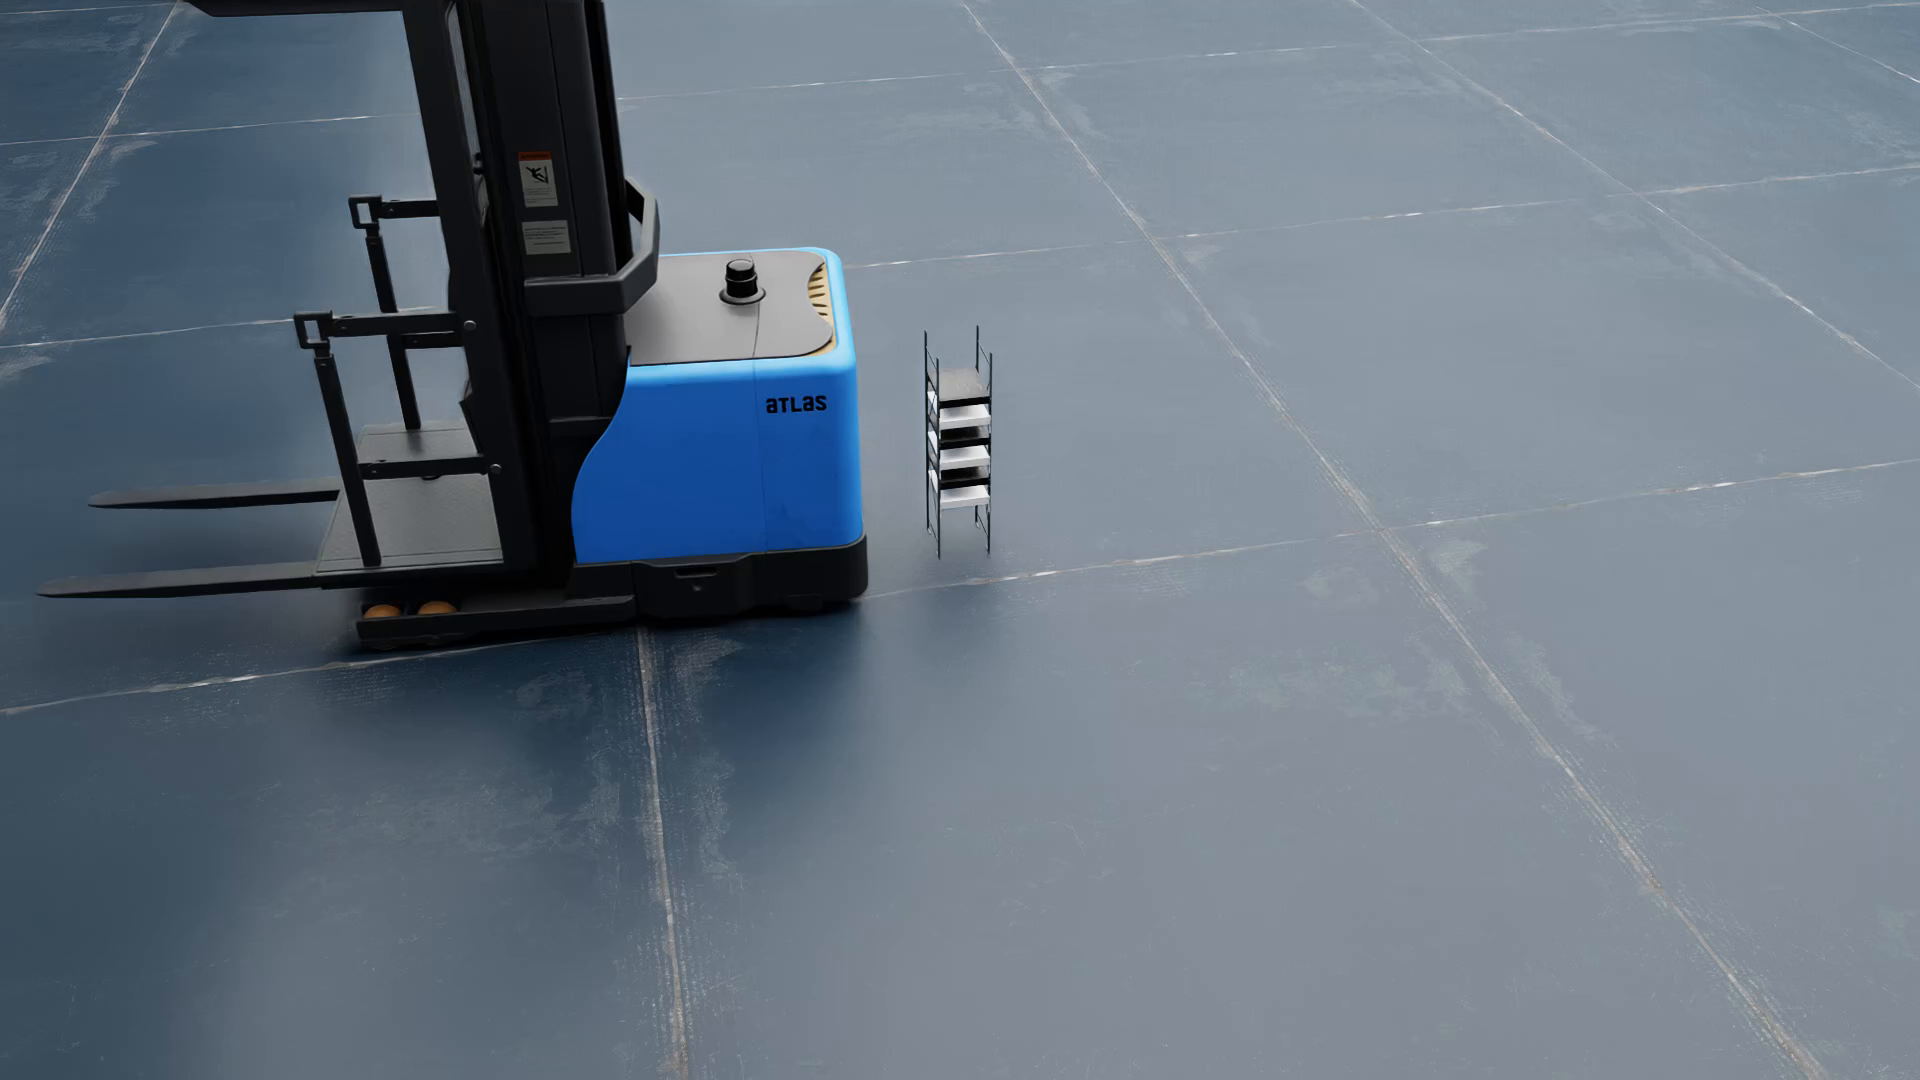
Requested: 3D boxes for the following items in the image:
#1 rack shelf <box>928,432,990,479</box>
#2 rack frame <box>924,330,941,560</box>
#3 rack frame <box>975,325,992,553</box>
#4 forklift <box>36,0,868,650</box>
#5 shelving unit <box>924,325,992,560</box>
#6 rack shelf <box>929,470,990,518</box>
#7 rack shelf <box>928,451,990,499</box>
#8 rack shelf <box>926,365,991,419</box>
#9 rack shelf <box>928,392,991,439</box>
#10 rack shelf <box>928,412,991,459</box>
[{"bbox_3d":[-0.008,-0.345,6.516,0.200,0.077,0.258,-7,35,-11],"label":"rack shelf"},{"bbox_3d":[-0.107,-0.360,6.479,0.006,0.900,0.240,-7,35,-11],"label":"rack frame"},{"bbox_3d":[0.091,-0.385,6.516,0.006,0.900,0.240,-7,35,-11],"label":"rack frame"},{"bbox_3d":[-1.907,-1.123,5.793,3.031,2.935,1.130,-4,34,-6],"label":"forklift"},{"bbox_3d":[-0.008,-0.373,6.498,0.210,0.900,0.258,-7,35,-11],"label":"shelving unit"},{"bbox_3d":[-0.008,-0.196,6.617,0.200,0.077,0.258,-7,35,-11],"label":"rack shelf"},{"bbox_3d":[-0.008,-0.270,6.566,0.200,0.077,0.258,-7,35,-11],"label":"rack shelf"},{"bbox_3d":[-0.008,-0.569,6.366,0.200,0.077,0.258,-7,35,-11],"label":"rack shelf"},{"bbox_3d":[-0.008,-0.494,6.416,0.200,0.077,0.258,-7,35,-11],"label":"rack shelf"},{"bbox_3d":[-0.008,-0.420,6.466,0.200,0.077,0.258,-7,35,-11],"label":"rack shelf"}]
